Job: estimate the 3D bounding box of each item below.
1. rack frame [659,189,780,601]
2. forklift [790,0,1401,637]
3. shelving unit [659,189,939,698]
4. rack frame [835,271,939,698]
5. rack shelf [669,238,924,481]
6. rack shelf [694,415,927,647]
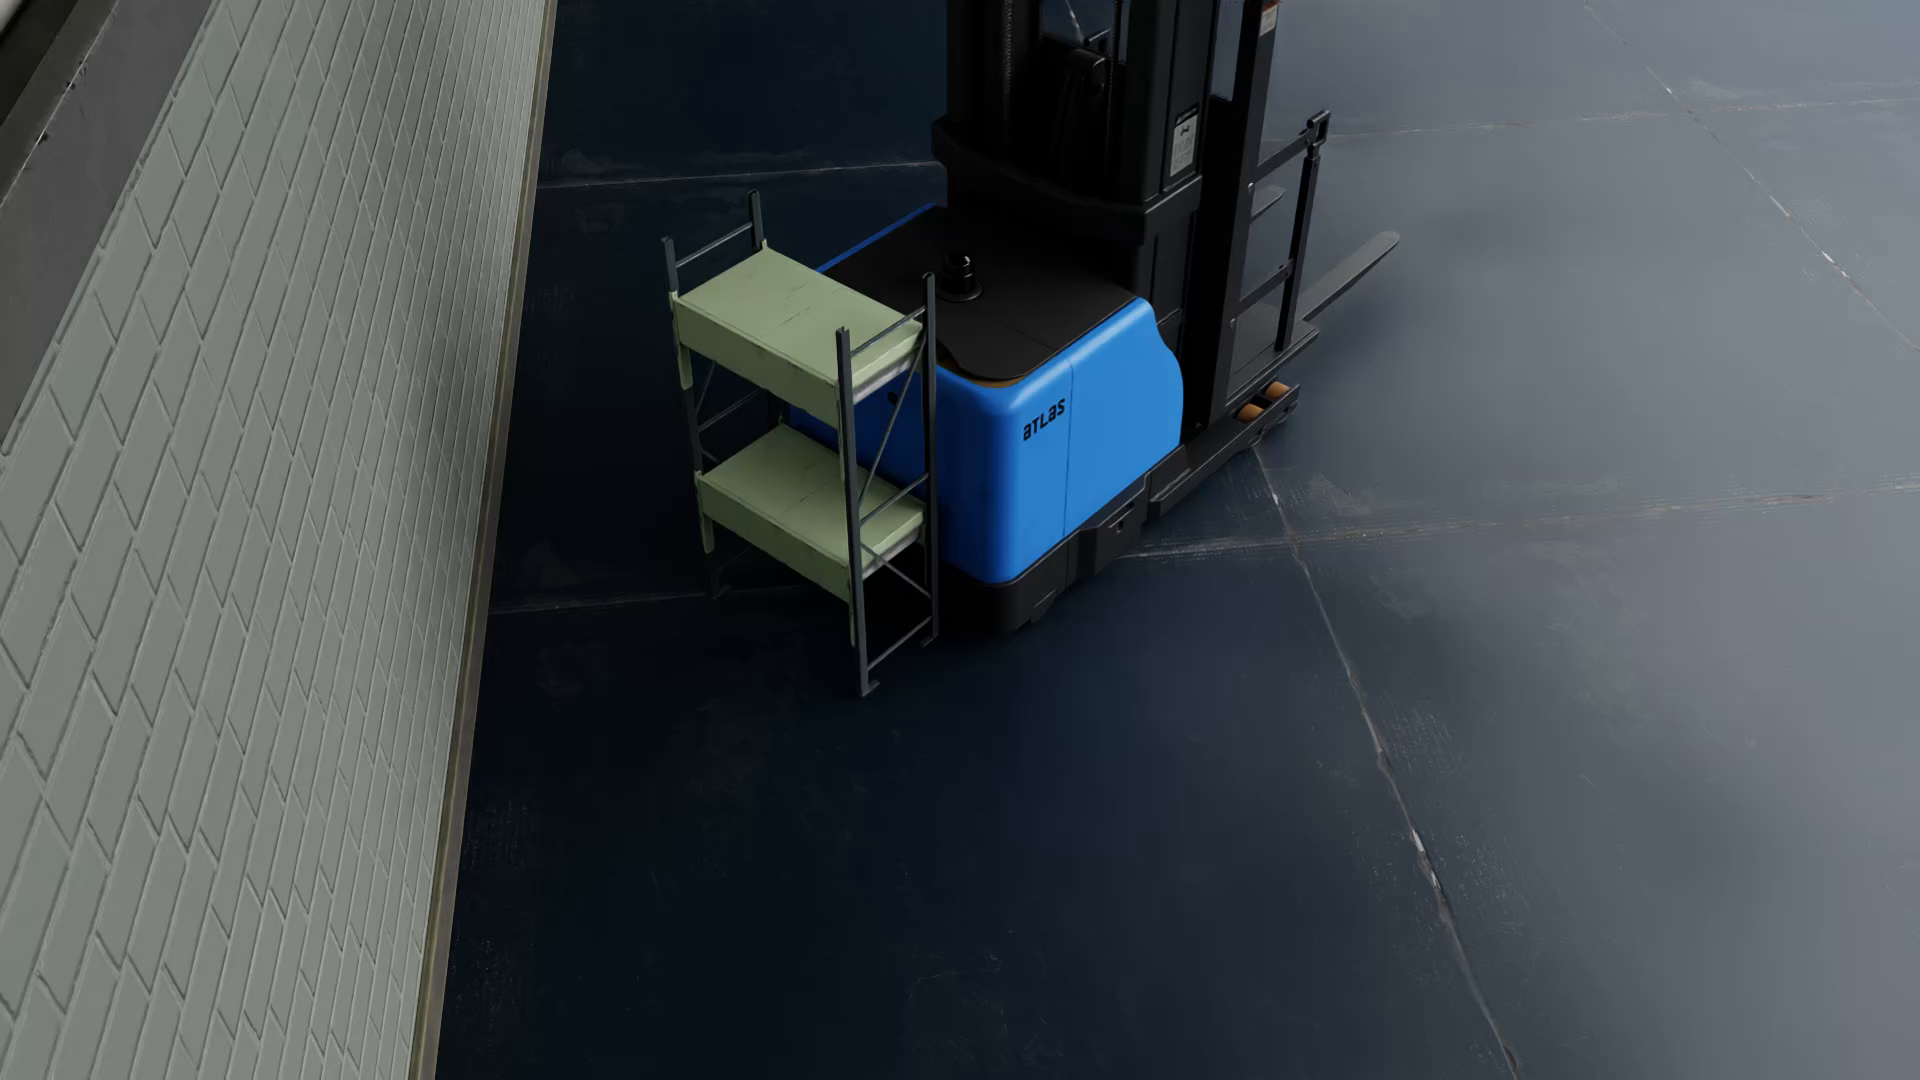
[{"bbox_3d":[-0.769,-0.443,5.622,0.023,1.500,0.400,30,50,29],"label":"rack frame"},{"bbox_3d":[0.725,-1.665,5.908,1.130,2.935,3.031,30,50,29],"label":"forklift"},{"bbox_3d":[-0.490,-0.284,5.446,0.755,1.500,0.431,30,50,29],"label":"shelving unit"},{"bbox_3d":[-0.212,-0.126,5.270,0.023,1.500,0.400,30,50,29],"label":"rack frame"},{"bbox_3d":[-0.490,-0.574,5.184,0.720,0.370,0.431,30,50,29],"label":"rack shelf"},{"bbox_3d":[-0.490,-0.042,5.664,0.720,0.370,0.431,30,50,29],"label":"rack shelf"}]
